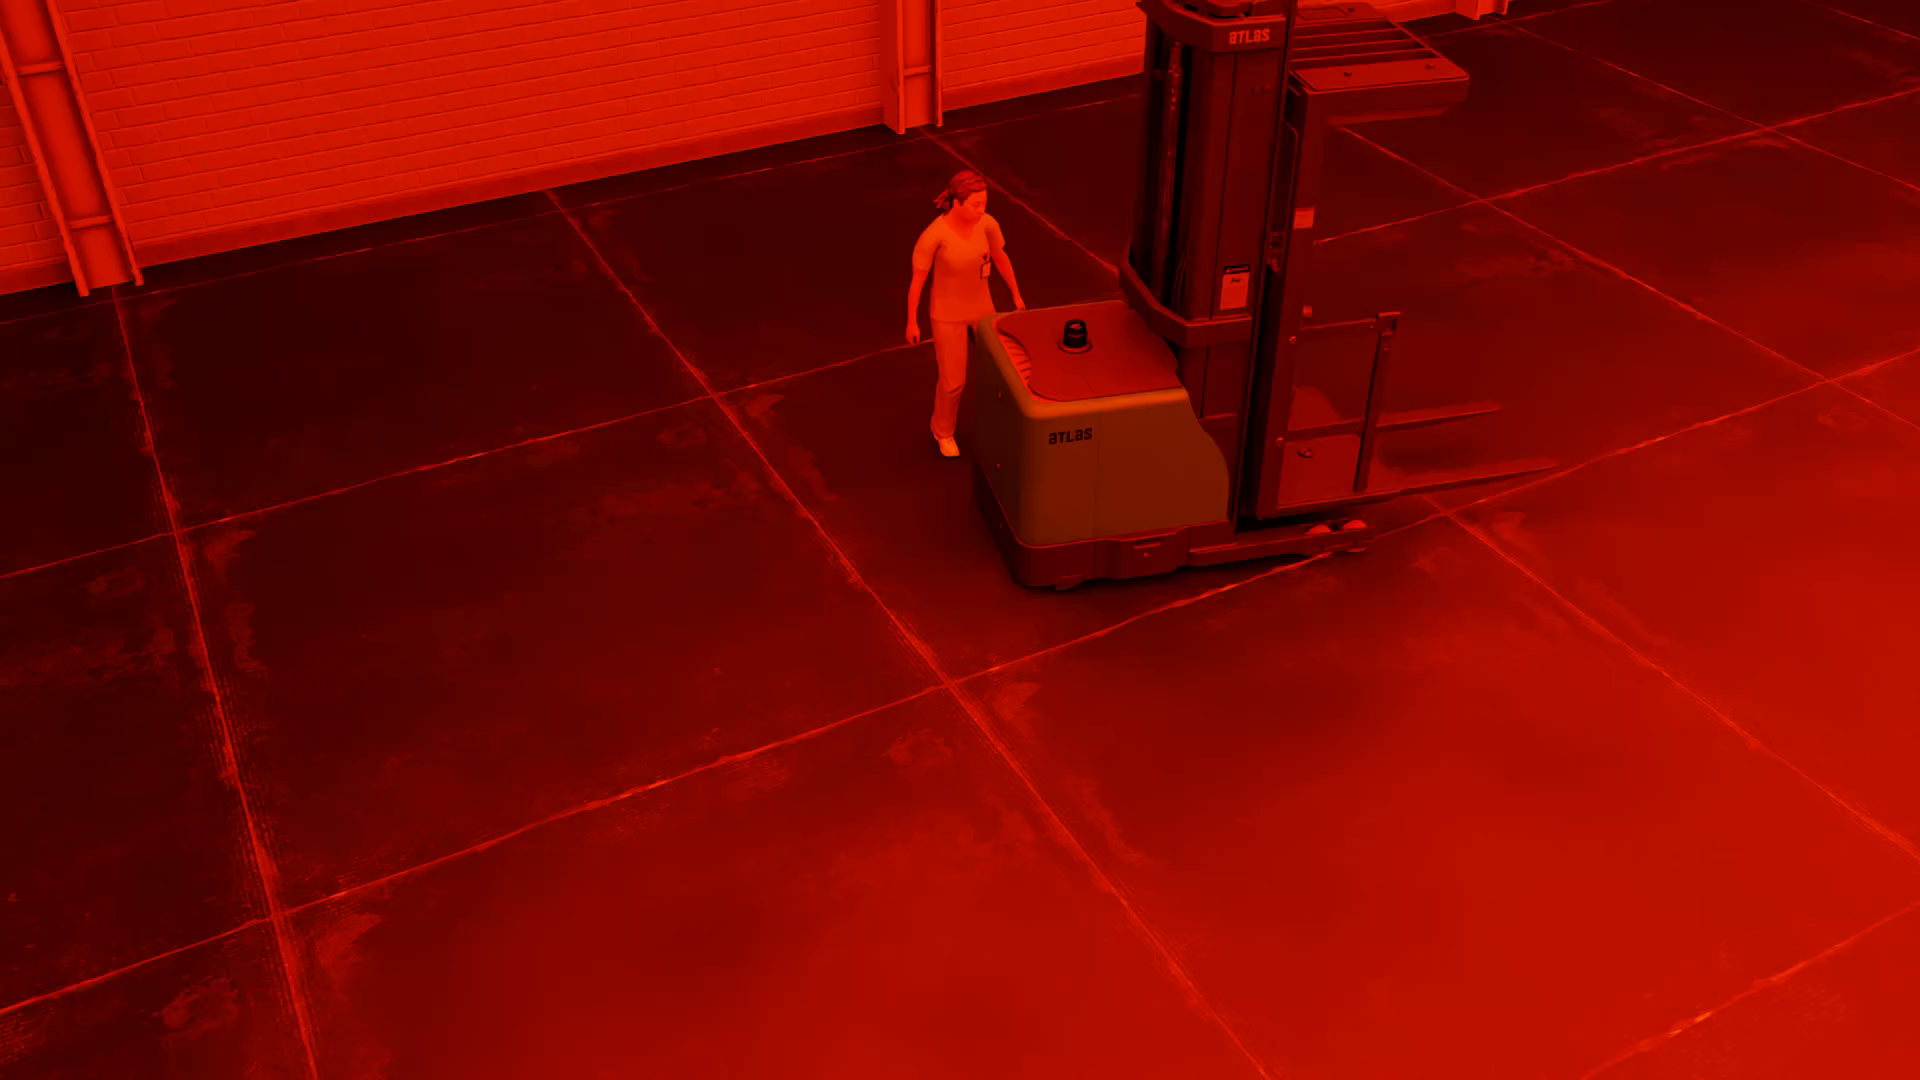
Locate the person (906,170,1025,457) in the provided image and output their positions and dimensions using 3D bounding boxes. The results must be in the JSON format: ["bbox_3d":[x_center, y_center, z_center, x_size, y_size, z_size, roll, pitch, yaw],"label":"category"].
[{"bbox_3d":[0.045,-1.223,8.966,0.707,1.650,0.377,-19,39,-25],"label":"person"}]

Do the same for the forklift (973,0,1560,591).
[{"bbox_3d":[1.642,-1.394,8.095,3.031,2.935,1.130,-8,36,-11],"label":"forklift"}]
